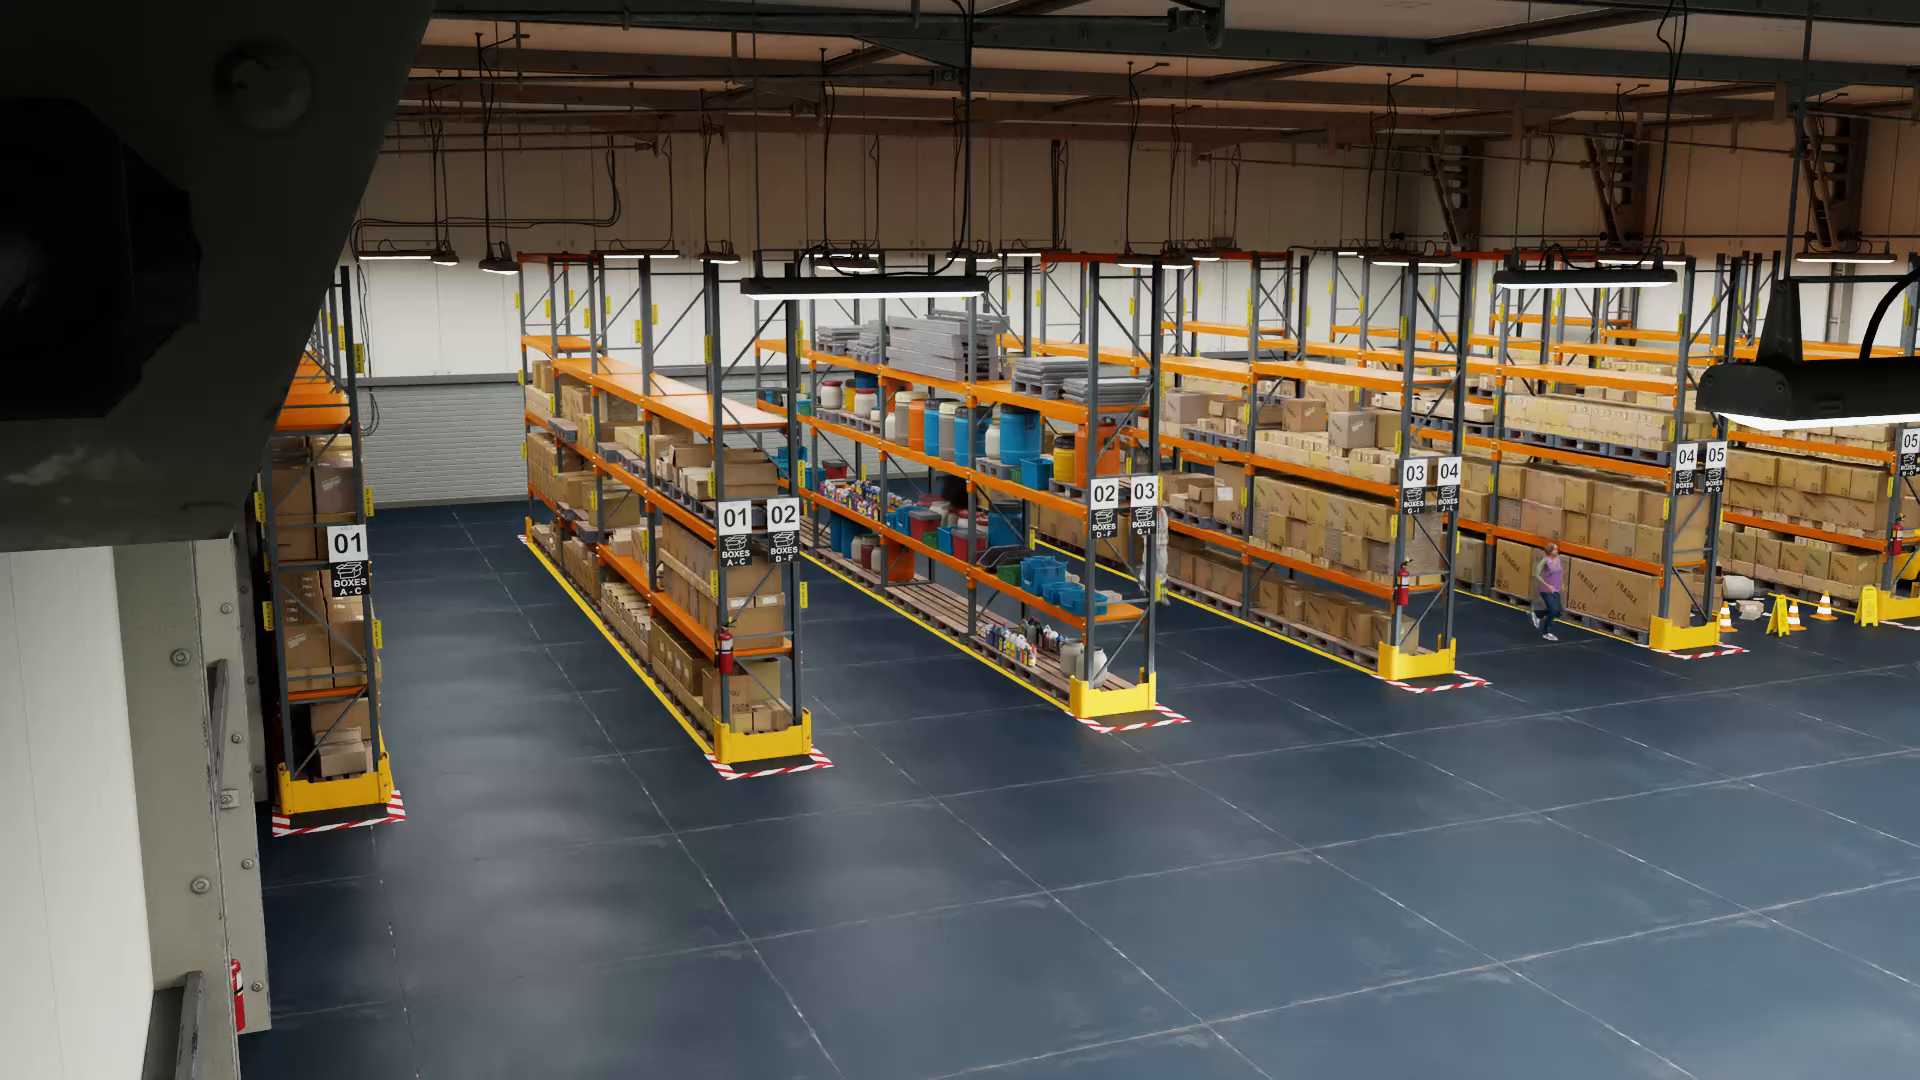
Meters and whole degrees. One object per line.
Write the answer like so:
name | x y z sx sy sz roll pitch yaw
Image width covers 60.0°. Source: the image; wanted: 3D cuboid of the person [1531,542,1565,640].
person | 9.300 0.790 26.404 0.583 1.555 0.576 -6 12 -31

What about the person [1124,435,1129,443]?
person | 4.105 -1.932 41.232 0.529 1.576 0.758 -7 12 -33

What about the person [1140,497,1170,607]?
person | 3.279 0.139 27.729 0.645 1.876 0.721 -6 12 -29
